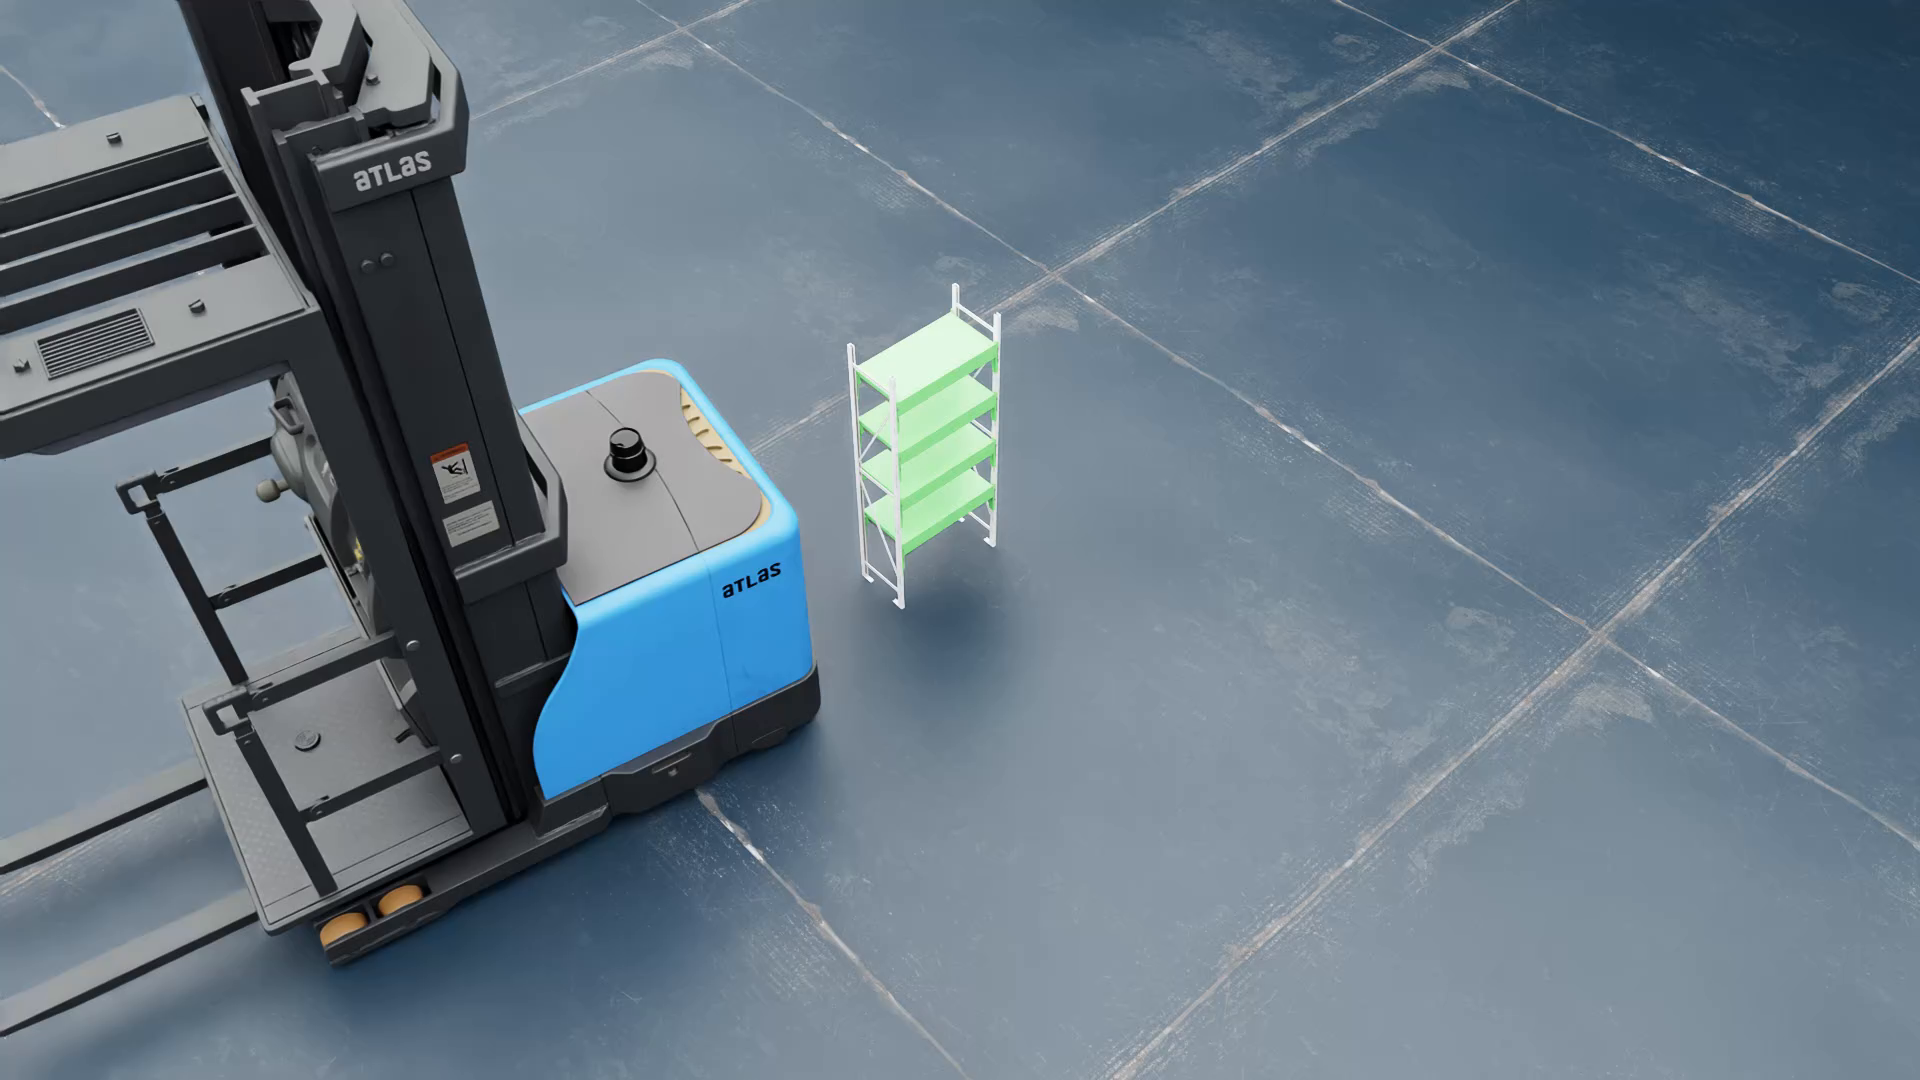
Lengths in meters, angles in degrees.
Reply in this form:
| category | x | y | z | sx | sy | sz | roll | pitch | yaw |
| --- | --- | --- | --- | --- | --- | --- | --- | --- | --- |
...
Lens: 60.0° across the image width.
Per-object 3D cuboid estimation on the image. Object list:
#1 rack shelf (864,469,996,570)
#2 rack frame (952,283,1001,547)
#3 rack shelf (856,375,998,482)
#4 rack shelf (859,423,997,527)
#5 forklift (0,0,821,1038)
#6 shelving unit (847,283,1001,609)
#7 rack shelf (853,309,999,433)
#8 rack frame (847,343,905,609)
| category | x | y | z | sx | sy | sz | roll | pitch | yaw |
| --- | --- | --- | --- | --- | --- | --- | --- | --- | --- |
| rack shelf | -0.122 | -0.119 | 6.457 | 0.480 | 0.148 | 0.258 | -34 | 56 | -27 |
| rack frame | 0.058 | -0.446 | 6.345 | 0.015 | 1.200 | 0.240 | -34 | 56 | -27 |
| rack shelf | -0.122 | -0.444 | 6.104 | 0.480 | 0.148 | 0.258 | -34 | 56 | -27 |
| rack shelf | -0.122 | -0.282 | 6.280 | 0.480 | 0.148 | 0.258 | -34 | 56 | -27 |
| forklift | -2.032 | -0.059 | 4.810 | 3.031 | 2.935 | 1.130 | -25 | 52 | -21 |
| shelving unit | -0.122 | -0.325 | 6.234 | 0.503 | 1.200 | 0.258 | -34 | 56 | -27 |
| rack shelf | -0.122 | -0.607 | 5.928 | 0.480 | 0.148 | 0.258 | -34 | 56 | -27 |
| rack frame | -0.303 | -0.204 | 6.122 | 0.015 | 1.200 | 0.240 | -34 | 56 | -27 |
